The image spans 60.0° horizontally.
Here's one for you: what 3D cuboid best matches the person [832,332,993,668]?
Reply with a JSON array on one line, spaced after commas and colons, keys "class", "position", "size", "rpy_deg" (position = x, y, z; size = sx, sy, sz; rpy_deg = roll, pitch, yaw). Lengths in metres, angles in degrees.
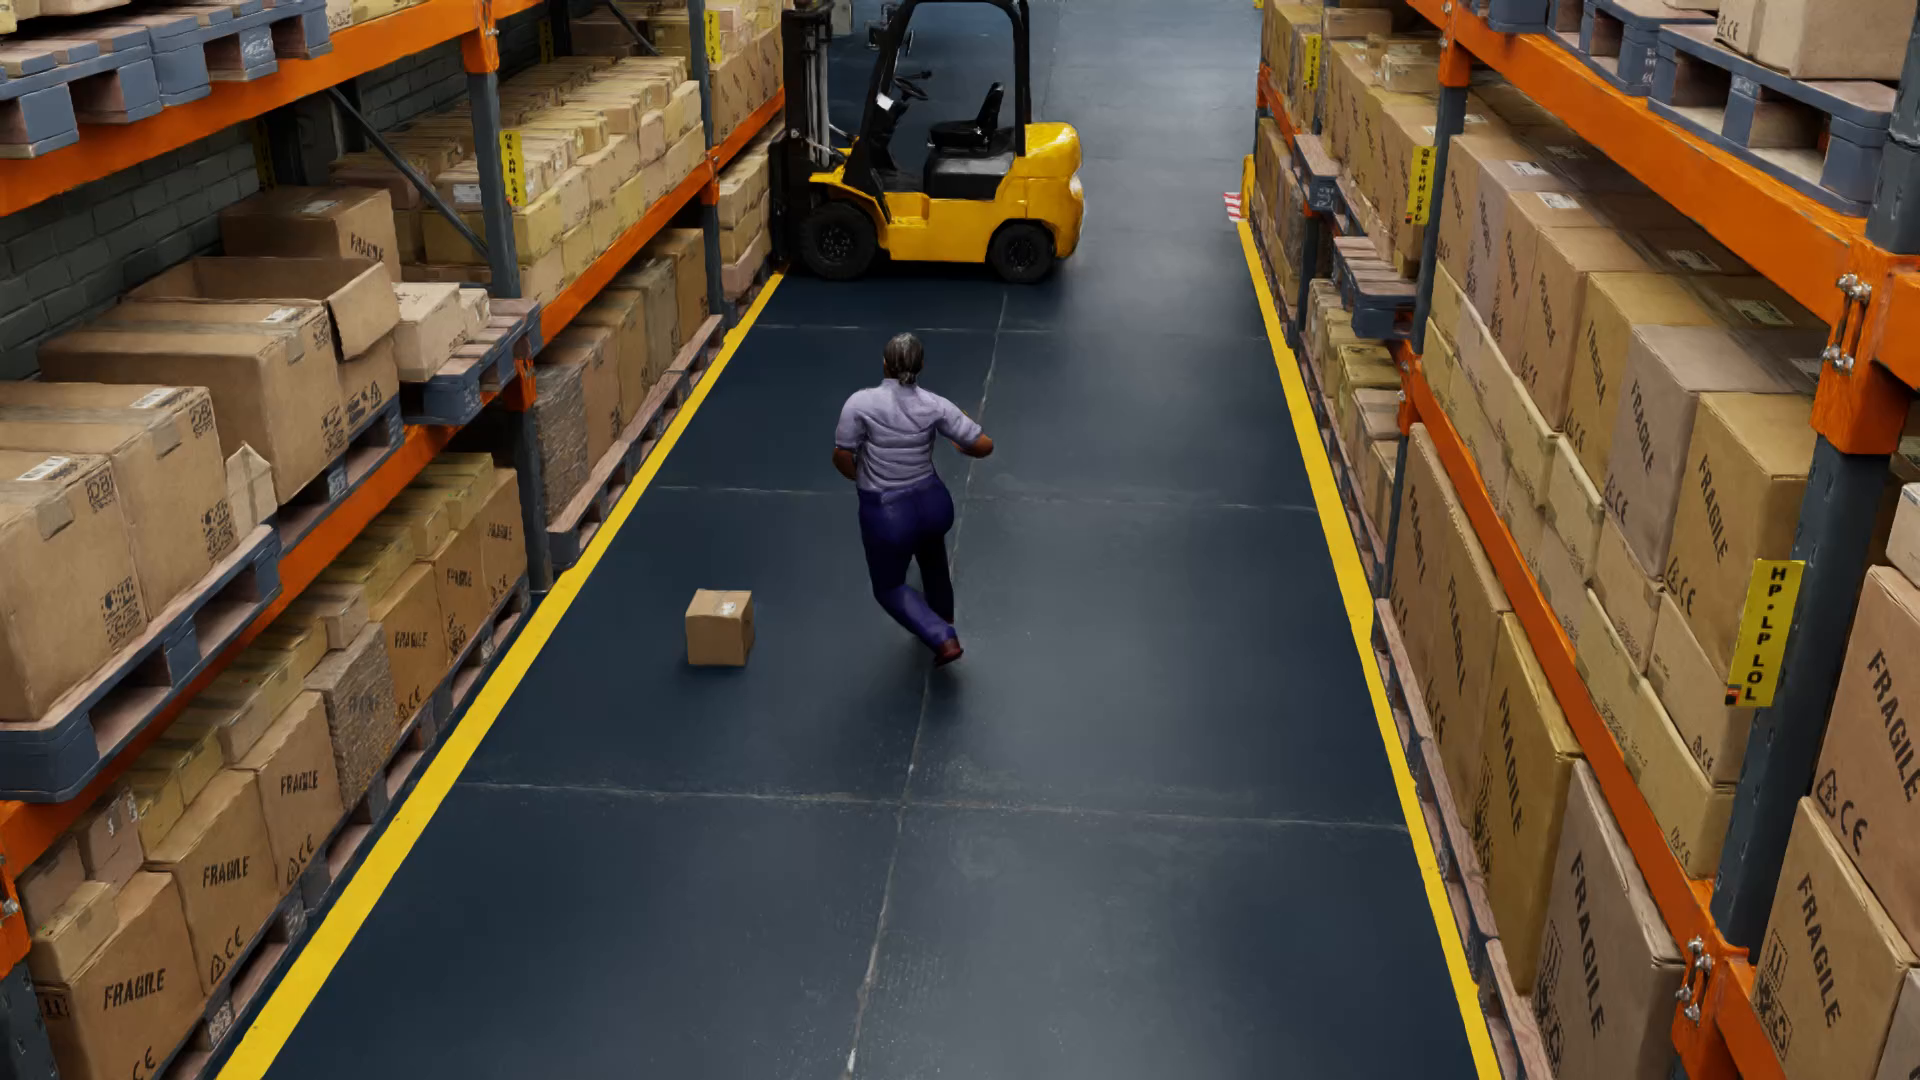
[{"class": "person", "position": [-0.207, -0.185, 7.180], "size": [0.705, 1.498, 0.866], "rpy_deg": [-12, 27, -24]}]
